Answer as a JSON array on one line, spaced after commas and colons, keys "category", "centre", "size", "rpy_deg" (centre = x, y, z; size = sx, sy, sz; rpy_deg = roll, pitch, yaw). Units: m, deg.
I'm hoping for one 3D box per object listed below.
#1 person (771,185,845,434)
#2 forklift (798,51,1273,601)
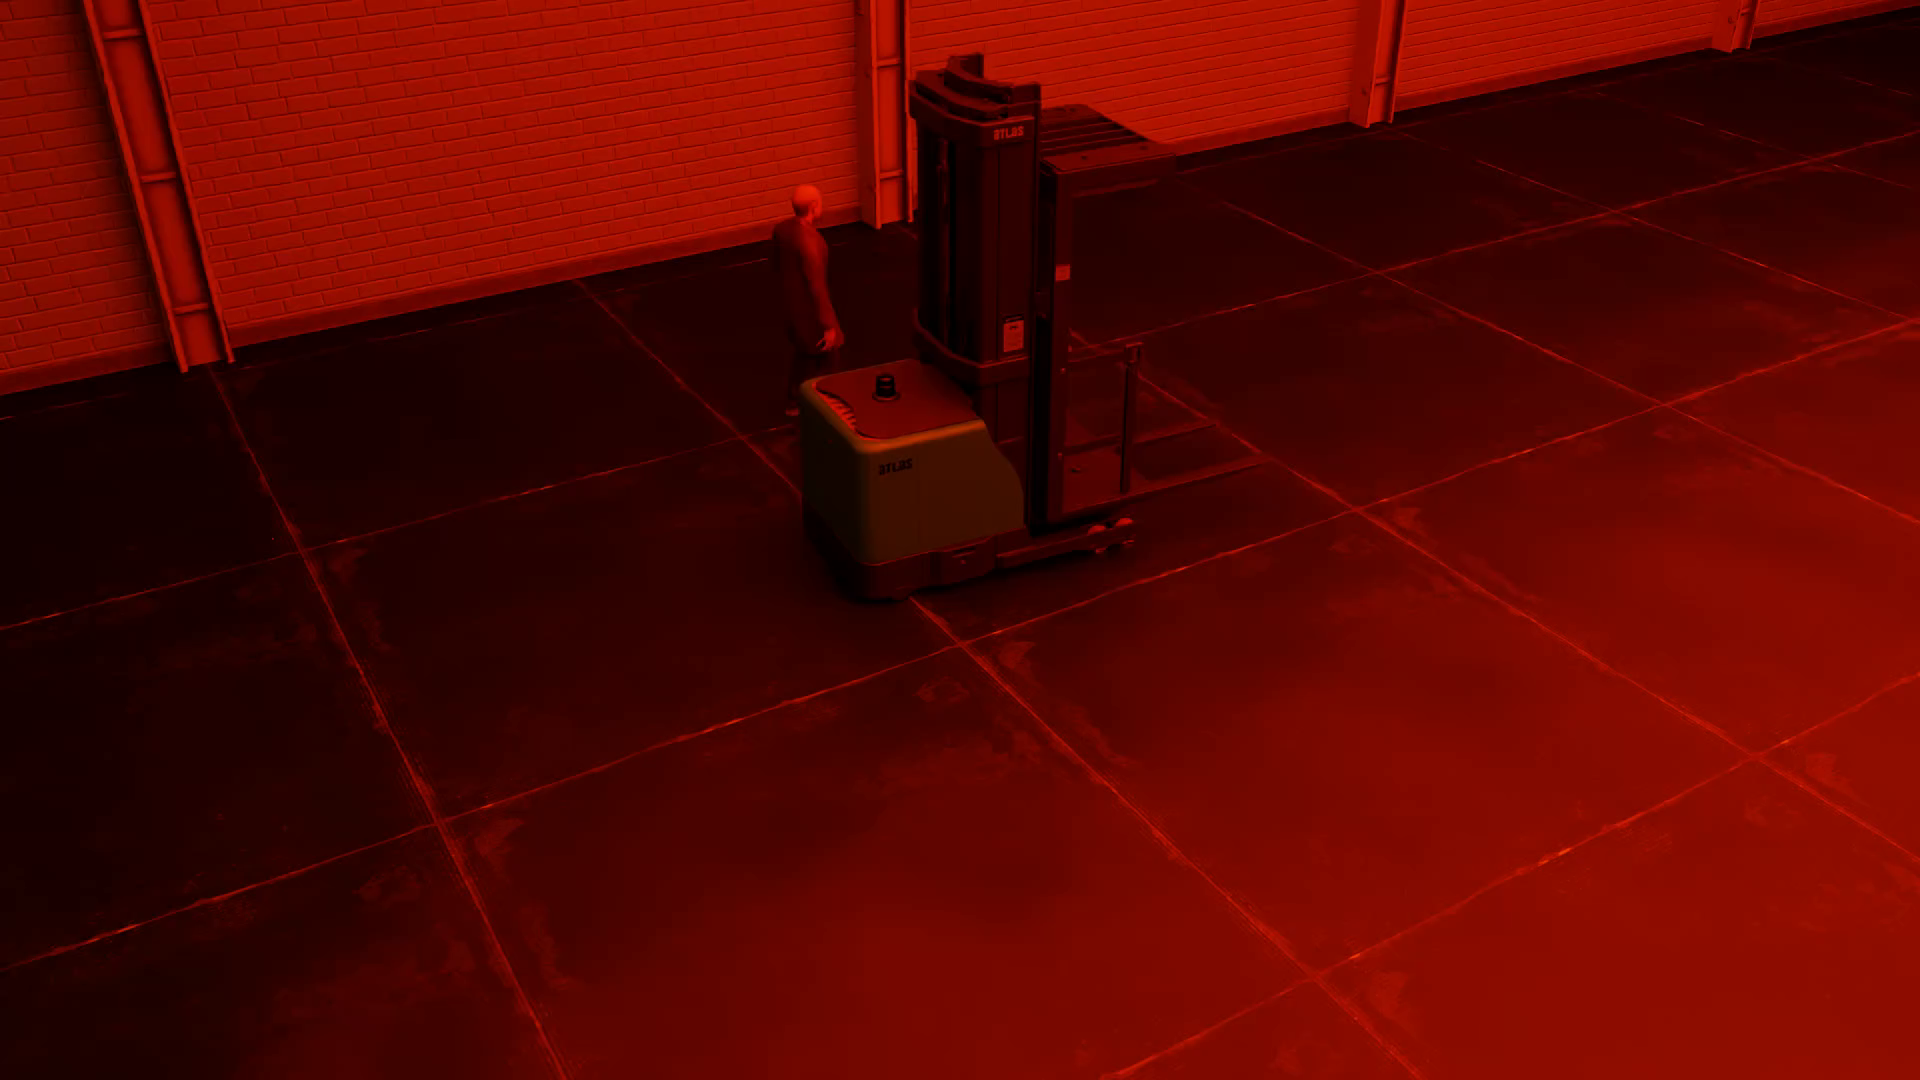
[{"category": "person", "centre": [-1.006, -1.592, 11.447], "size": [0.427, 1.759, 0.799], "rpy_deg": [-18, 35, -27]}, {"category": "forklift", "centre": [0.563, -1.411, 10.003], "size": [3.031, 2.935, 1.130], "rpy_deg": [-14, 34, -22]}]
